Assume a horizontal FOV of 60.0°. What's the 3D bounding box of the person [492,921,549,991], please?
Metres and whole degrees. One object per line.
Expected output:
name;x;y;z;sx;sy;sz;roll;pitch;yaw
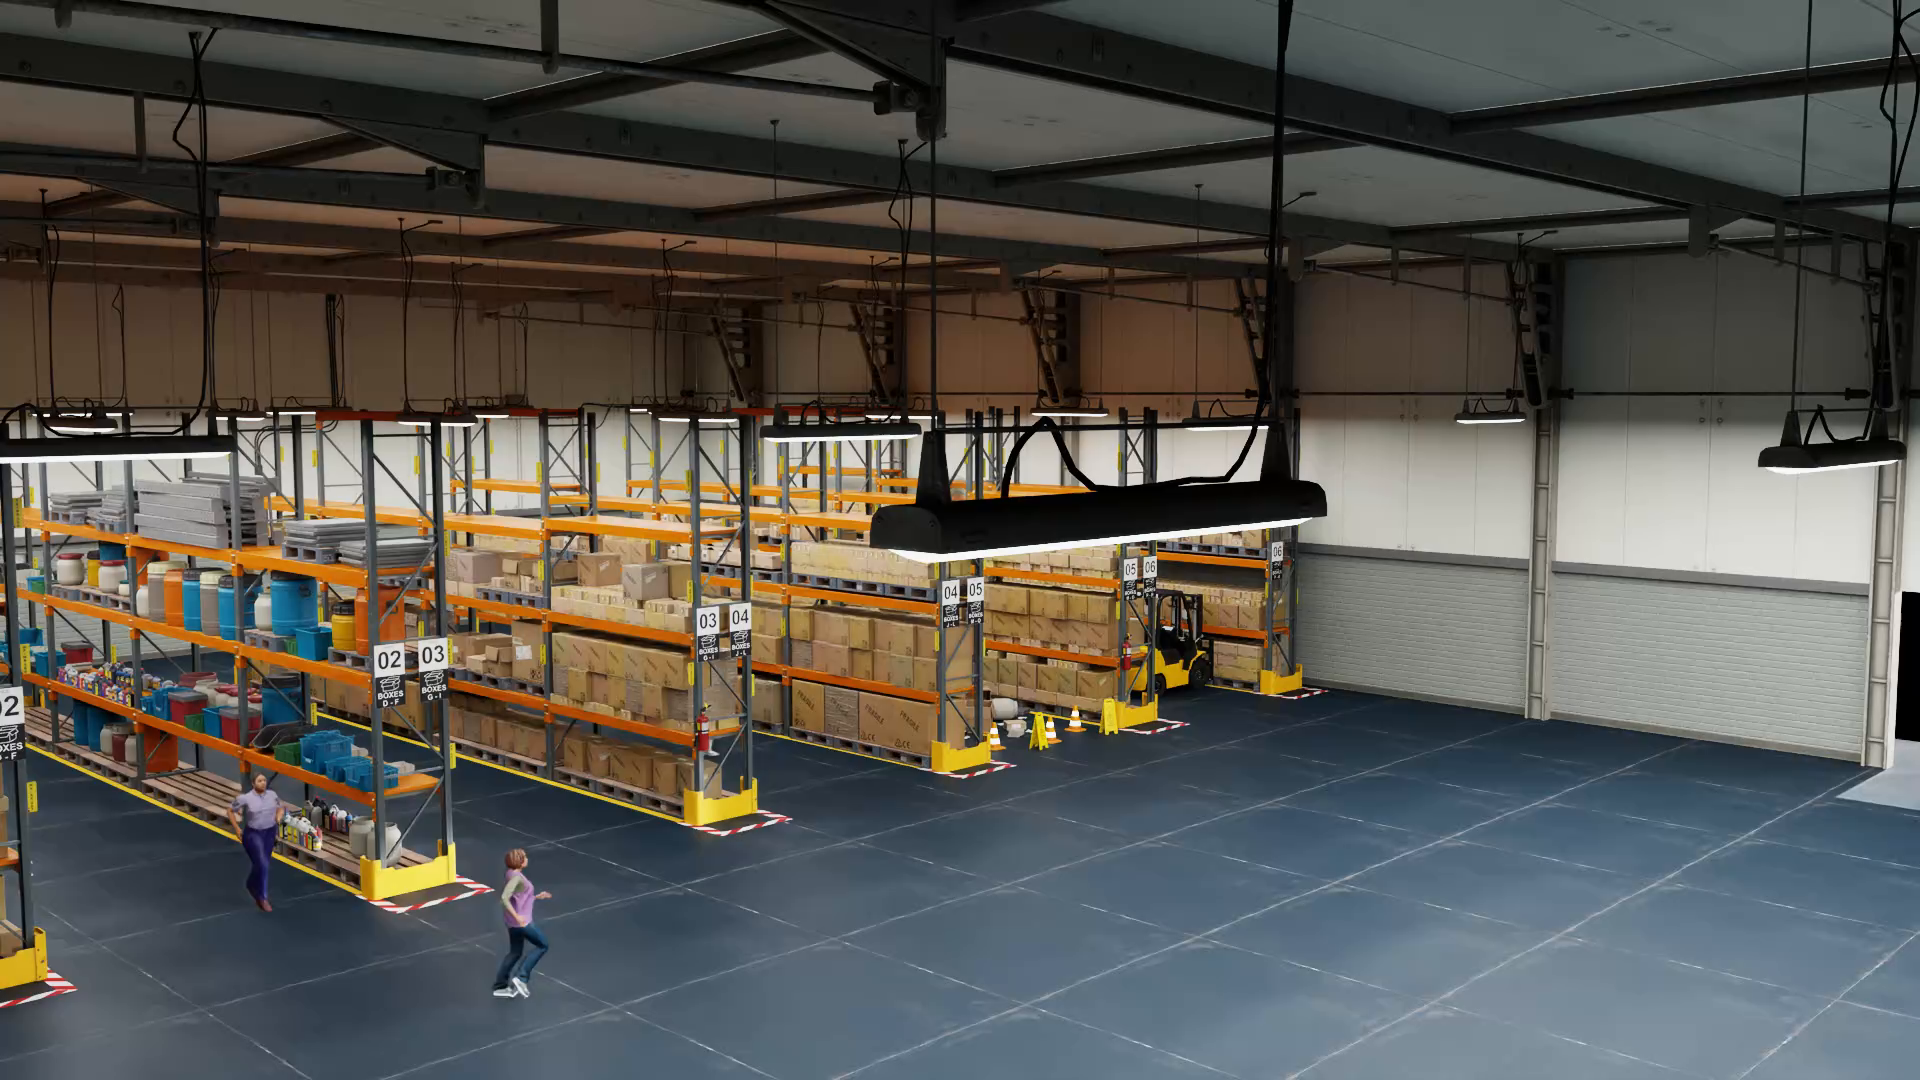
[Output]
person;-4.605;4.262;17.374;0.583;0.825;0.345;-3;6;-29

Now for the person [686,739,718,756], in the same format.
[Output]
person;-4.544;3.030;29.104;0.826;1.476;0.633;4;6;37

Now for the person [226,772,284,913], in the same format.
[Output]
person;-8.649;3.702;20.515;0.775;1.714;0.583;3;6;32
